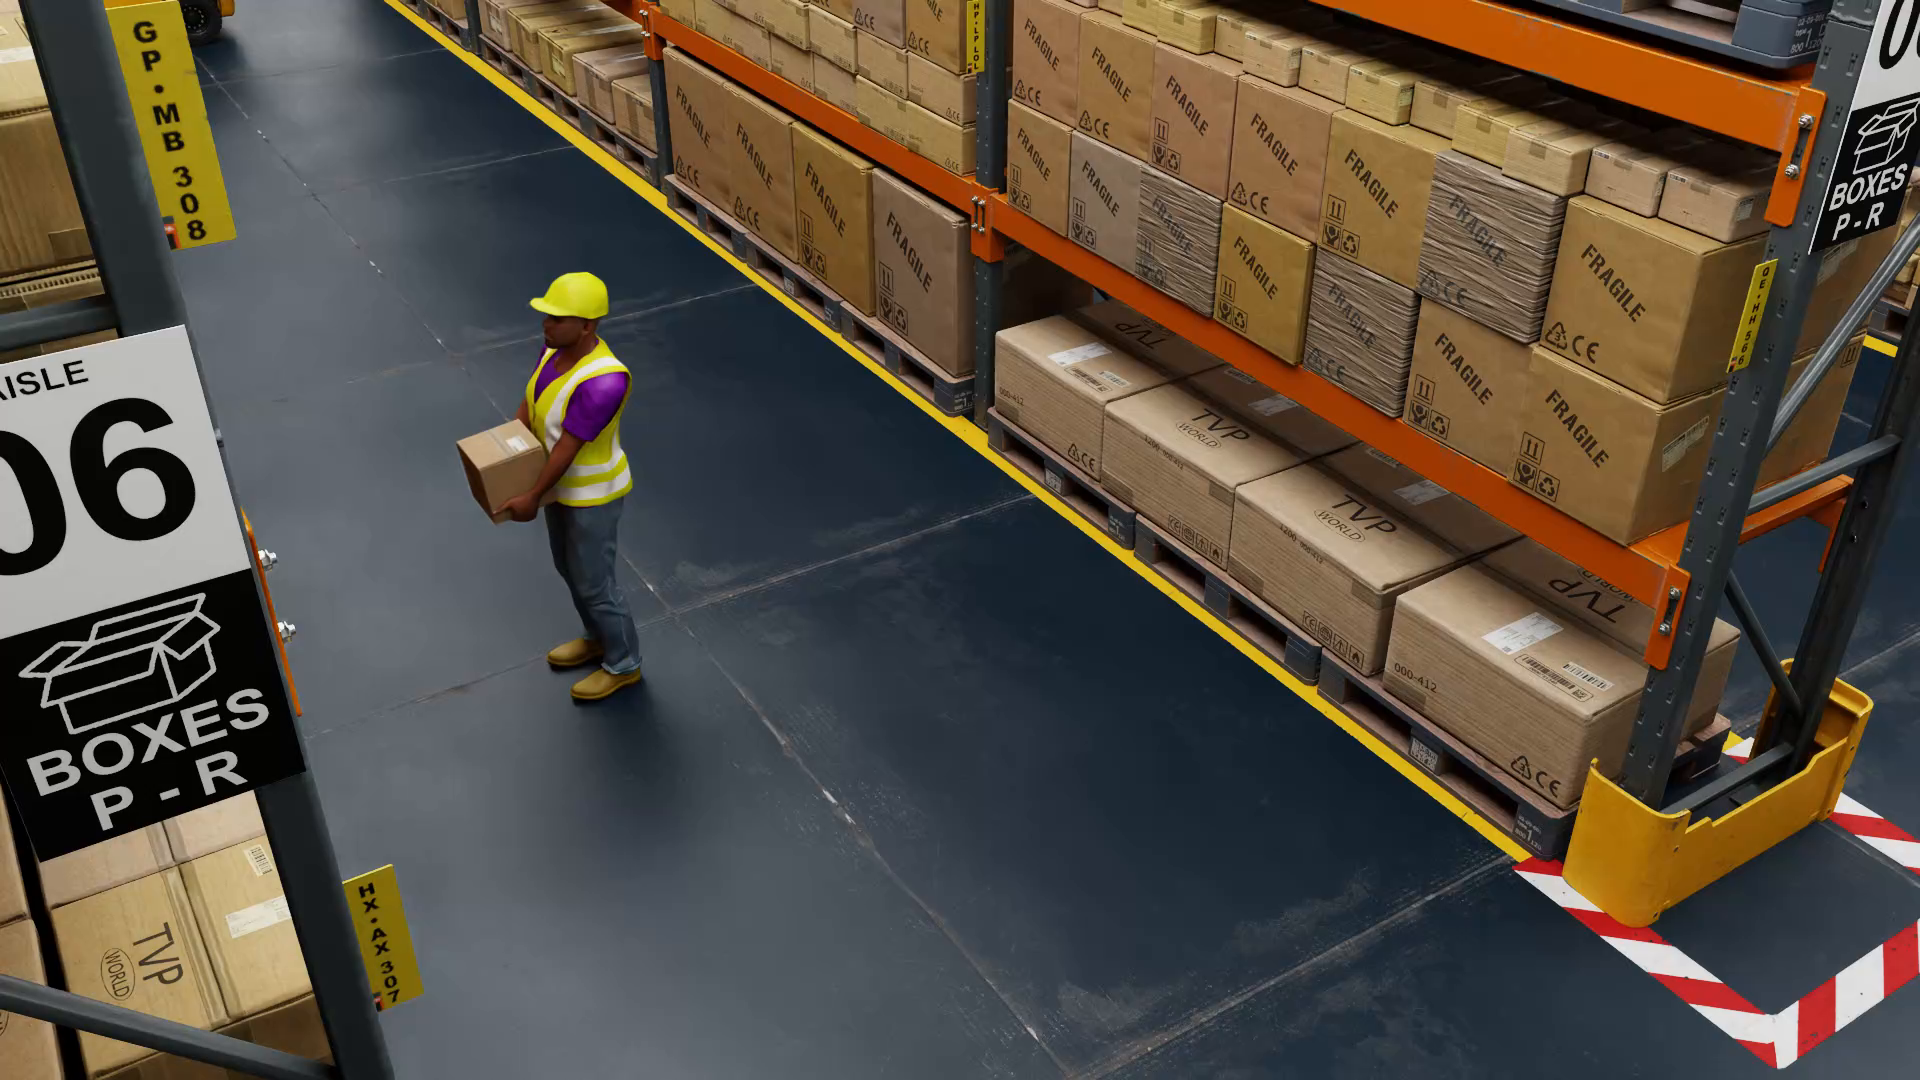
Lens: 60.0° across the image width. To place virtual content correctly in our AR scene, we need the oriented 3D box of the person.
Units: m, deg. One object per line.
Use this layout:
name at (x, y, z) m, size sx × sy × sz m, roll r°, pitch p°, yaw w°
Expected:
person at (-1.475, -0.200, 6.430) m, size 0.434 × 1.767 × 0.580 m, roll -20°, pitch 37°, yaw -28°
